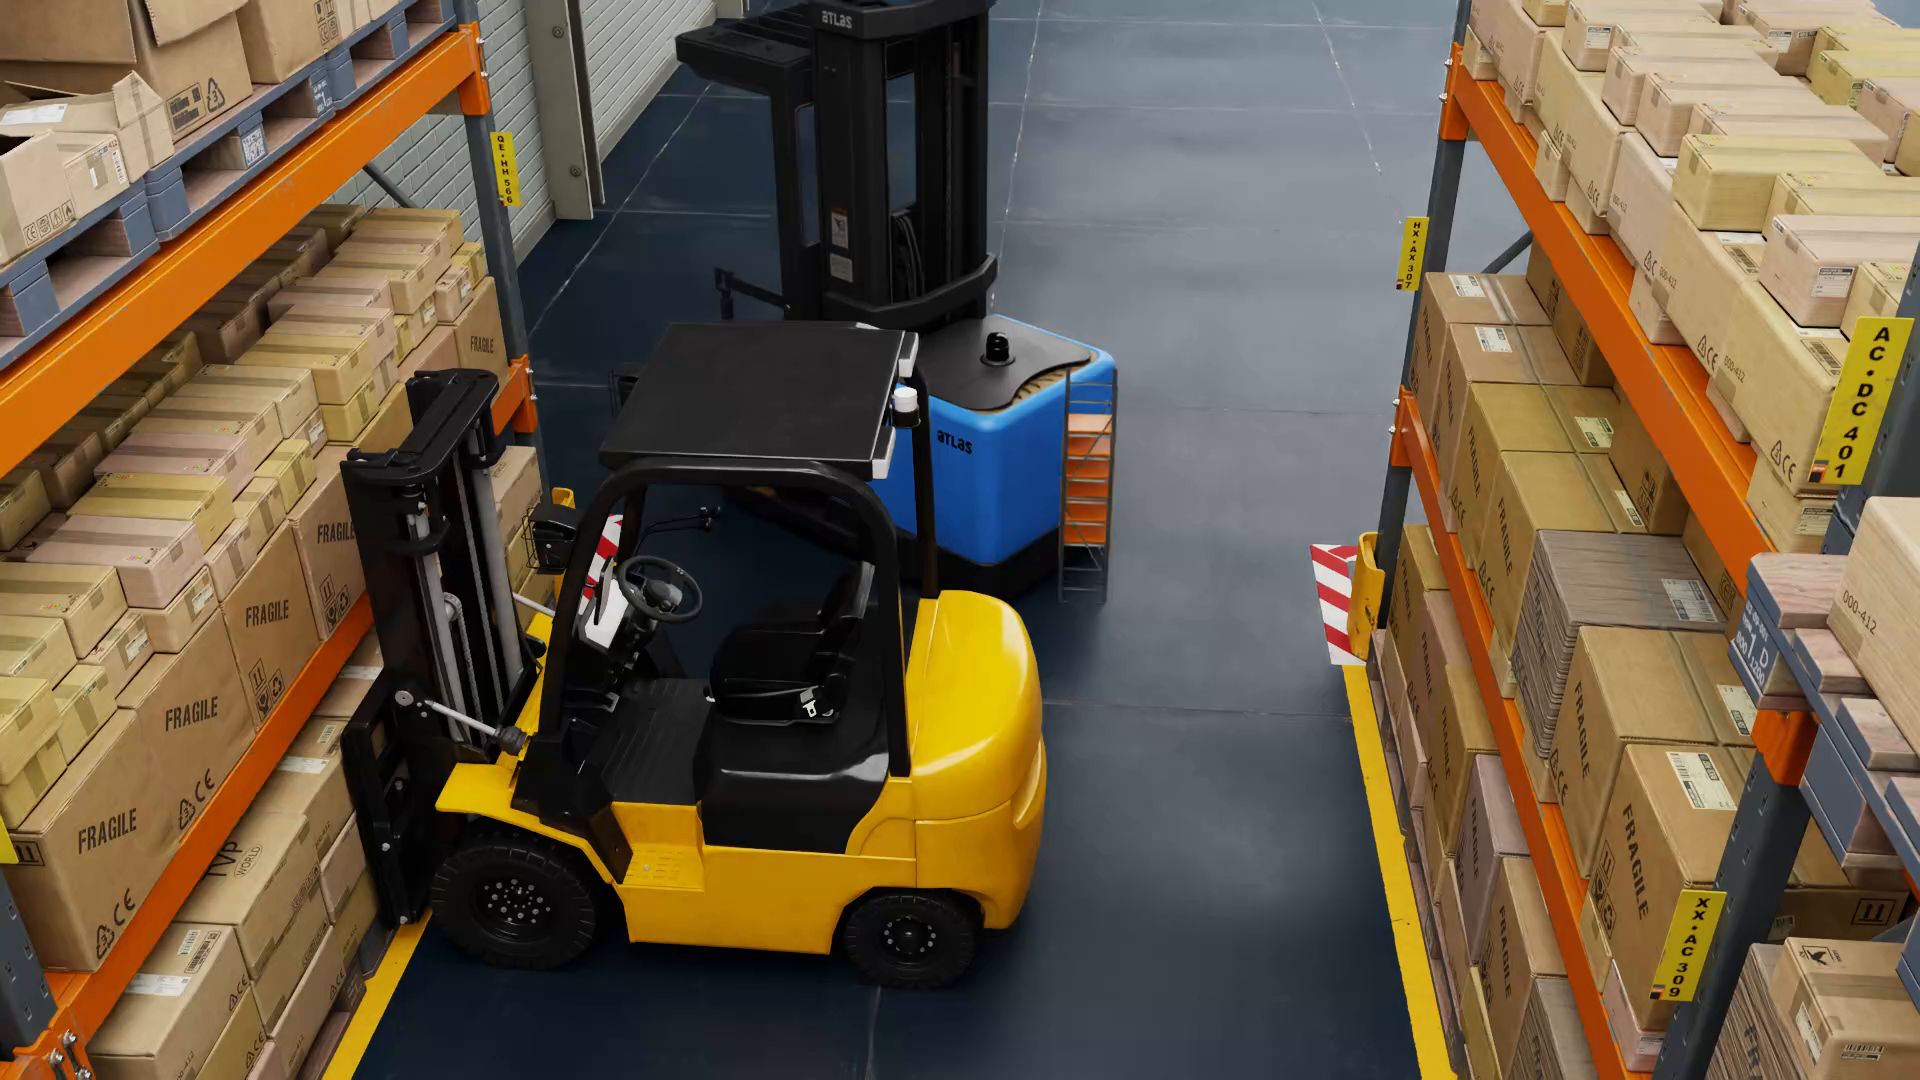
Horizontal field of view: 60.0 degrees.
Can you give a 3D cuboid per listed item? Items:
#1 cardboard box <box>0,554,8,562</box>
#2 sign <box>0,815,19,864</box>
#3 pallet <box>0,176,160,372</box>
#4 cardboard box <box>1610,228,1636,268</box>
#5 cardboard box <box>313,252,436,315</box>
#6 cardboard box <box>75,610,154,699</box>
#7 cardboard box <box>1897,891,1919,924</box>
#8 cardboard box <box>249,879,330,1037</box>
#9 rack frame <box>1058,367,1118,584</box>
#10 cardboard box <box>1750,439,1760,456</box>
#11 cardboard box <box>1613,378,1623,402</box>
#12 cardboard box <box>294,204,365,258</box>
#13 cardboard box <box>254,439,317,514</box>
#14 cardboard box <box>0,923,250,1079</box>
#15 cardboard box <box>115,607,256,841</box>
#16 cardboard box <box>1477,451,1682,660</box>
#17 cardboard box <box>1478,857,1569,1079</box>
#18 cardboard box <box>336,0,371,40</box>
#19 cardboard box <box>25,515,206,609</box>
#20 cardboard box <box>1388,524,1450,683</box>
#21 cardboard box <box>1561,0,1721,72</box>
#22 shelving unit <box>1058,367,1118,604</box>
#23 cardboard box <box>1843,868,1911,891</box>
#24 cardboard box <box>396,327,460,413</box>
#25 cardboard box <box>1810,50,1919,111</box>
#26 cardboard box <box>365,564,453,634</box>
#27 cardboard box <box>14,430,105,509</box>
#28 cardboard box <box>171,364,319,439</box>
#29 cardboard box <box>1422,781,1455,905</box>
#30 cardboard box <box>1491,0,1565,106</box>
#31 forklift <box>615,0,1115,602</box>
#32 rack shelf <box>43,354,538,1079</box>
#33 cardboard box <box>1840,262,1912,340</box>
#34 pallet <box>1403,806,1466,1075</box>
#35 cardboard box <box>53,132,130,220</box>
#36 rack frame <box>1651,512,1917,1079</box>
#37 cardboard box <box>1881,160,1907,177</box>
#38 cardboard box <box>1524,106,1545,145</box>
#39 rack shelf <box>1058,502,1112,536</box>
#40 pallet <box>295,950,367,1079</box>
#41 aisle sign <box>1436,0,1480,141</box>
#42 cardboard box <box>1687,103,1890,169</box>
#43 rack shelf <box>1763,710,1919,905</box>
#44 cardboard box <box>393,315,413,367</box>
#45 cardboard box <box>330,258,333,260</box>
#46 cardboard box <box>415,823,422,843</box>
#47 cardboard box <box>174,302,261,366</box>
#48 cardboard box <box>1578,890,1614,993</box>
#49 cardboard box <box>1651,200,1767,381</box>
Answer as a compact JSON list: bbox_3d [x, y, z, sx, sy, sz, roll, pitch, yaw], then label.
[{"bbox_3d":[-3.049,0.159,4.919,0.380,0.149,0.250,3,32,4],"label":"cardboard box"},{"bbox_3d":[-2.276,0.624,3.851,0.100,0.325,0.005,2,32,4],"label":"sign"},{"bbox_3d":[-2.774,-0.622,4.125,1.003,0.211,1.213,2,32,4],"label":"pallet"},{"bbox_3d":[2.073,-0.877,4.695,0.380,0.149,0.250,2,32,4],"label":"cardboard box"},{"bbox_3d":[-2.294,-1.008,6.529,0.380,0.149,0.250,3,32,5],"label":"cardboard box"},{"bbox_3d":[-2.516,0.318,4.662,0.380,0.149,0.250,2,32,4],"label":"cardboard box"},{"bbox_3d":[2.444,0.888,4.072,0.500,0.500,0.500,2,32,4],"label":"cardboard box"},{"bbox_3d":[-2.431,1.341,5.460,0.500,0.250,0.500,2,32,4],"label":"cardboard box"},{"bbox_3d":[0.617,-0.294,8.083,0.240,1.200,0.006,2,32,3],"label":"rack frame"},{"bbox_3d":[1.960,-0.201,3.598,0.380,0.149,0.250,3,32,5],"label":"cardboard box"},{"bbox_3d":[2.644,-0.600,5.532,0.700,0.500,0.500,2,32,3],"label":"cardboard box"},{"bbox_3d":[-2.732,-1.306,7.012,0.380,0.149,0.250,2,32,3],"label":"cardboard box"},{"bbox_3d":[-2.384,-0.217,5.529,0.380,0.149,0.250,2,32,3],"label":"cardboard box"},{"bbox_3d":[-2.465,1.391,4.901,0.500,0.250,0.500,2,32,3],"label":"cardboard box"},{"bbox_3d":[-2.495,0.528,4.938,0.500,0.500,0.500,3,32,5],"label":"cardboard box"},{"bbox_3d":[2.028,0.054,5.425,0.500,0.500,0.500,2,32,3],"label":"cardboard box"},{"bbox_3d":[1.950,1.361,5.189,0.500,0.500,0.500,3,32,5],"label":"cardboard box"},{"bbox_3d":[-2.277,-1.889,5.730,0.396,0.266,0.258,3,32,4],"label":"cardboard box"},{"bbox_3d":[-2.429,0.061,4.795,0.380,0.149,0.250,3,32,5],"label":"cardboard box"},{"bbox_3d":[2.113,0.278,6.945,0.500,0.500,0.500,1,32,2],"label":"cardboard box"},{"bbox_3d":[2.015,-1.494,4.935,0.380,0.149,0.250,3,32,5],"label":"cardboard box"},{"bbox_3d":[0.610,-0.246,8.005,0.258,1.200,0.189,2,32,3],"label":"shelving unit"},{"bbox_3d":[2.382,0.459,3.814,0.700,0.500,0.500,2,32,3],"label":"cardboard box"},{"bbox_3d":[-2.322,-0.530,6.655,0.500,0.500,0.500,3,32,6],"label":"cardboard box"},{"bbox_3d":[2.525,-1.202,4.461,0.380,0.149,0.250,3,32,5],"label":"cardboard box"},{"bbox_3d":[-2.285,0.325,6.631,0.500,0.250,0.500,3,32,5],"label":"cardboard box"},{"bbox_3d":[-2.956,-0.229,5.265,0.380,0.149,0.250,2,32,3],"label":"cardboard box"},{"bbox_3d":[-2.430,-0.473,5.662,0.380,0.149,0.250,3,32,5],"label":"cardboard box"},{"bbox_3d":[2.033,1.138,6.266,0.500,0.250,0.500,5,32,7],"label":"cardboard box"},{"bbox_3d":[2.099,-1.642,5.556,0.500,0.250,0.500,2,32,3],"label":"cardboard box"},{"bbox_3d":[-0.665,-1.564,8.494,3.031,2.935,1.130,24,39,34],"label":"forklift"},{"bbox_3d":[-2.655,0.325,6.049,1.077,0.370,4.000,2,32,4],"label":"rack shelf"},{"bbox_3d":[1.938,-0.410,3.176,0.380,0.149,0.250,3,32,5],"label":"cardboard box"},{"bbox_3d":[2.246,1.470,6.164,1.003,0.211,1.213,2,32,4],"label":"pallet"},{"bbox_3d":[-2.416,-0.950,4.317,0.380,0.149,0.250,3,32,5],"label":"cardboard box"},{"bbox_3d":[2.130,1.275,3.822,1.000,3.000,0.127,2,32,4],"label":"rack frame"},{"bbox_3d":[2.525,-0.815,4.213,0.500,0.250,0.500,3,32,4],"label":"cardboard box"},{"bbox_3d":[2.121,-1.418,5.573,0.380,0.149,0.250,2,32,4],"label":"cardboard box"},{"bbox_3d":[0.610,-0.106,8.092,0.258,0.103,0.180,2,32,3],"label":"rack shelf"},{"bbox_3d":[-2.711,1.838,5.566,1.003,0.211,1.213,2,32,4],"label":"pallet"},{"bbox_3d":[2.152,-1.969,6.608,0.394,0.787,0.004,2,32,4],"label":"aisle sign"},{"bbox_3d":[2.008,-0.955,4.061,0.380,0.149,0.250,2,32,3],"label":"cardboard box"},{"bbox_3d":[1.967,1.350,1.527,1.077,0.370,4.000,2,32,4],"label":"rack shelf"},{"bbox_3d":[-2.346,-0.755,6.403,0.380,0.149,0.250,2,32,4],"label":"cardboard box"},{"bbox_3d":[-2.778,-1.179,7.091,0.380,0.149,0.250,2,32,3],"label":"cardboard box"},{"bbox_3d":[-2.335,1.018,6.460,0.500,0.250,0.500,3,32,6],"label":"cardboard box"},{"bbox_3d":[-2.826,-0.764,6.133,0.380,0.149,0.250,3,32,6],"label":"cardboard box"},{"bbox_3d":[1.866,1.070,4.394,0.380,0.149,0.250,3,32,5],"label":"cardboard box"},{"bbox_3d":[1.938,-0.571,3.819,0.500,0.250,0.500,2,32,3],"label":"cardboard box"}]
